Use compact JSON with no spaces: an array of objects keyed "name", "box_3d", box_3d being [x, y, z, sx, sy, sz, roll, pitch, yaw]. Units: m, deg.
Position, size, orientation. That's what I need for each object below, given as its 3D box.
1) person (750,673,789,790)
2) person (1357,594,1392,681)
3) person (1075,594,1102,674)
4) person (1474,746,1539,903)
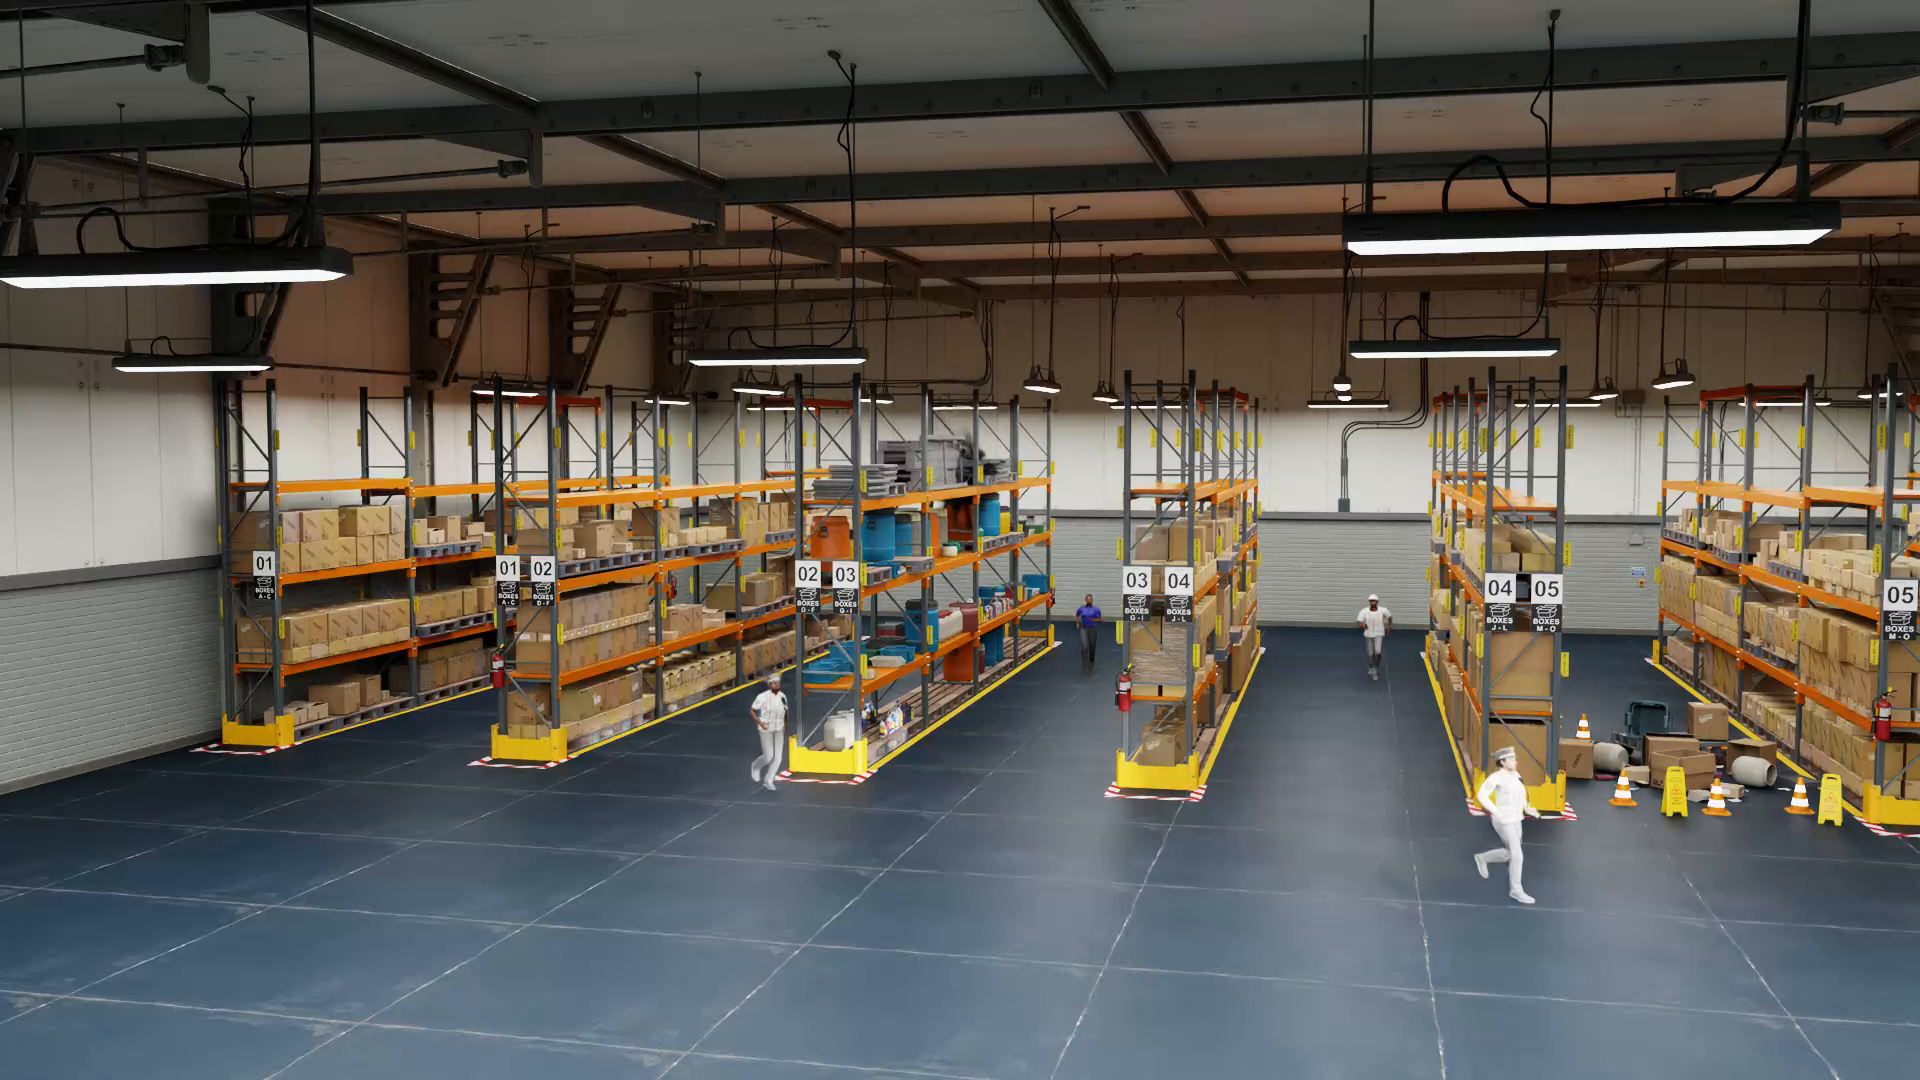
[{"name":"person","box_3d":[-2.736,2.750,24.020,0.583,1.684,0.533,-2,4,-33]},{"name":"person","box_3d":[8.673,2.042,34.867,0.697,1.813,0.730,1,4,21]},{"name":"person","box_3d":[2.777,2.004,35.881,0.566,1.672,0.908,0,3,2]},{"name":"person","box_3d":[5.962,3.086,18.240,0.618,1.687,0.762,-3,4,-39]}]
